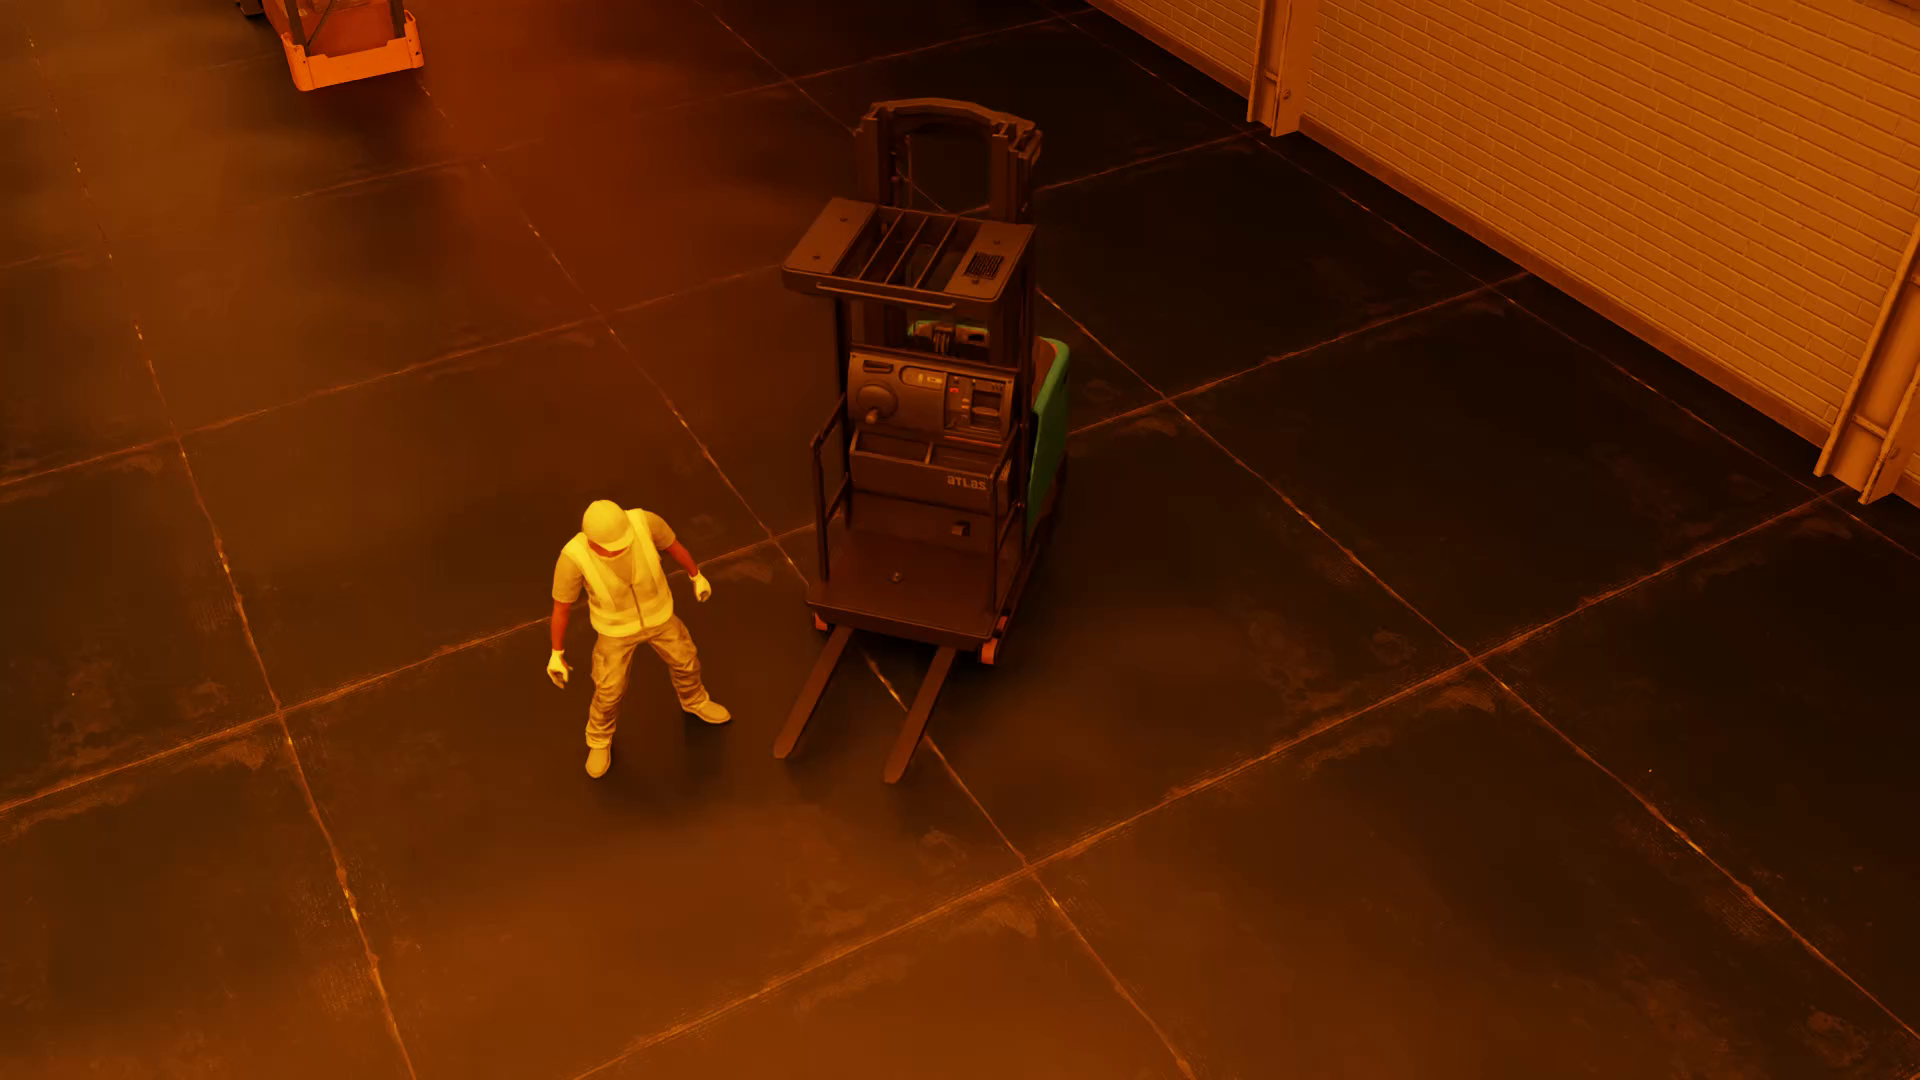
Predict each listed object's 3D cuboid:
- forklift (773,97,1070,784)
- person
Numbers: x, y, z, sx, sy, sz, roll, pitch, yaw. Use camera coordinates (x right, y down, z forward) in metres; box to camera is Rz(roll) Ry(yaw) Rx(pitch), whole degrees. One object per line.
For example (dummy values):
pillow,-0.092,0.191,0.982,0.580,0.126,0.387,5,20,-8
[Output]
forklift,-0.222,-0.699,8.879,1.130,2.935,3.031,11,41,13
person,-1.677,0.436,8.457,0.937,1.733,0.433,-21,44,-23
